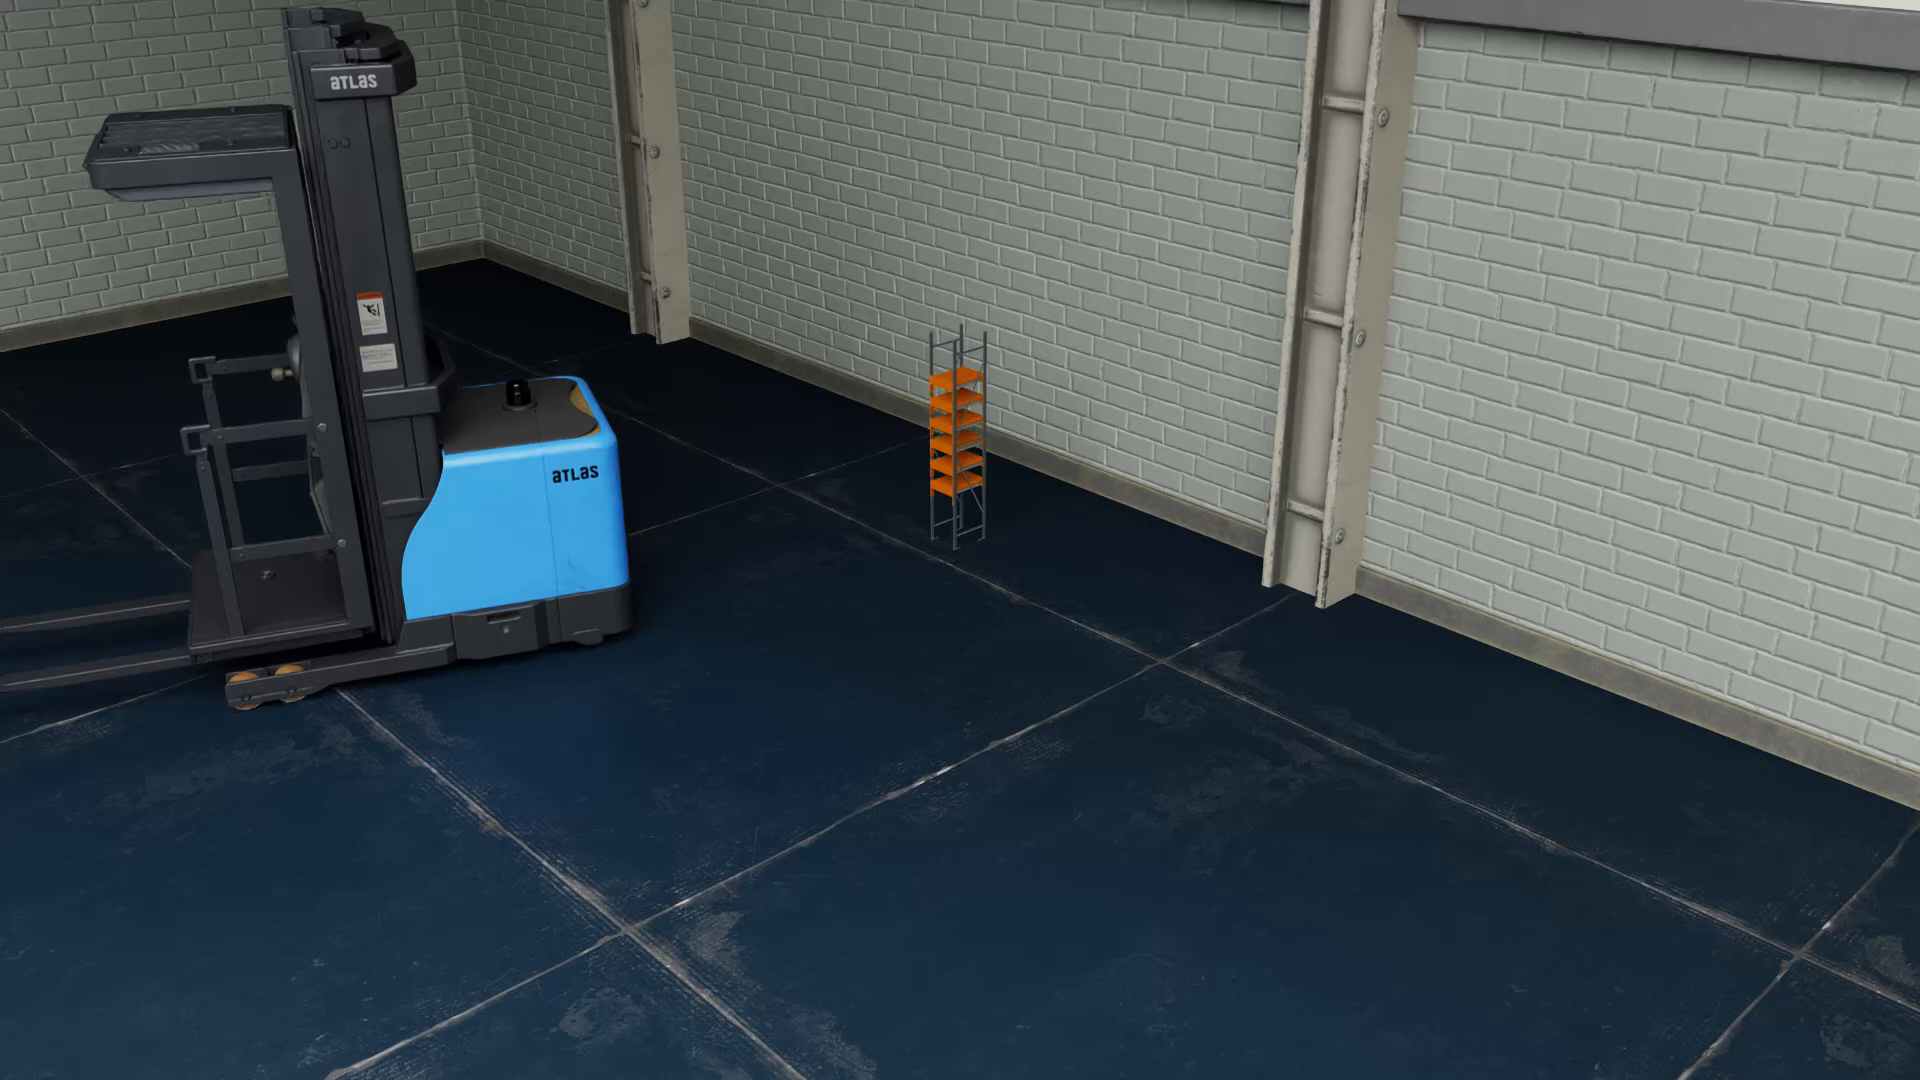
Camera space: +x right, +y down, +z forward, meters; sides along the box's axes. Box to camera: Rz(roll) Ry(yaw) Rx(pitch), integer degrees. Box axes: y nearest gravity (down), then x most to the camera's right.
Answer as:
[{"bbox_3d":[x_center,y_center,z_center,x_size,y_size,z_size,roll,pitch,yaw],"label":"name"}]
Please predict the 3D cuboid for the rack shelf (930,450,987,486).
[{"bbox_3d":[-0.010,-0.401,9.079,0.258,0.103,0.180,-21,32,-38],"label":"rack shelf"}]

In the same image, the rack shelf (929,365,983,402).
[{"bbox_3d":[-0.010,-0.837,8.880,0.258,0.103,0.180,-21,32,-38],"label":"rack shelf"}]

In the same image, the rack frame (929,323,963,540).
[{"bbox_3d":[-0.072,-0.578,9.071,0.240,1.200,0.006,-21,32,-38],"label":"rack frame"}]

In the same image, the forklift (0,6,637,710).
[{"bbox_3d":[-3.163,-0.810,7.493,3.031,2.935,1.130,-9,26,-19],"label":"forklift"}]

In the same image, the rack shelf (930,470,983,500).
[{"bbox_3d":[-0.010,-0.291,9.129,0.258,0.103,0.180,-21,32,-38],"label":"rack shelf"}]

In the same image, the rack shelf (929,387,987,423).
[{"bbox_3d":[-0.010,-0.728,8.929,0.258,0.103,0.180,-21,32,-38],"label":"rack shelf"}]

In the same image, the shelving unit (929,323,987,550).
[{"bbox_3d":[-0.010,-0.550,9.011,0.258,1.200,0.189,-21,32,-38],"label":"shelving unit"}]

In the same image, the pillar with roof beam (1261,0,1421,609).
[{"bbox_3d":[-1.314,-2.624,4.161,9.100,9.000,0.400,-21,32,-38],"label":"pillar with roof beam"}]

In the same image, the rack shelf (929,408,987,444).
[{"bbox_3d":[-0.010,-0.619,8.979,0.258,0.103,0.180,-21,32,-38],"label":"rack shelf"}]

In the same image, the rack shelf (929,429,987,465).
[{"bbox_3d":[-0.010,-0.510,9.029,0.258,0.103,0.180,-21,32,-38],"label":"rack shelf"}]

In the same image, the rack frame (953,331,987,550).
[{"bbox_3d":[0.053,-0.523,8.950,0.240,1.200,0.006,-21,32,-38],"label":"rack frame"}]

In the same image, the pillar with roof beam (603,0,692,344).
[{"bbox_3d":[-5.415,-4.442,8.145,9.100,9.000,0.400,-21,32,-38],"label":"pillar with roof beam"}]
